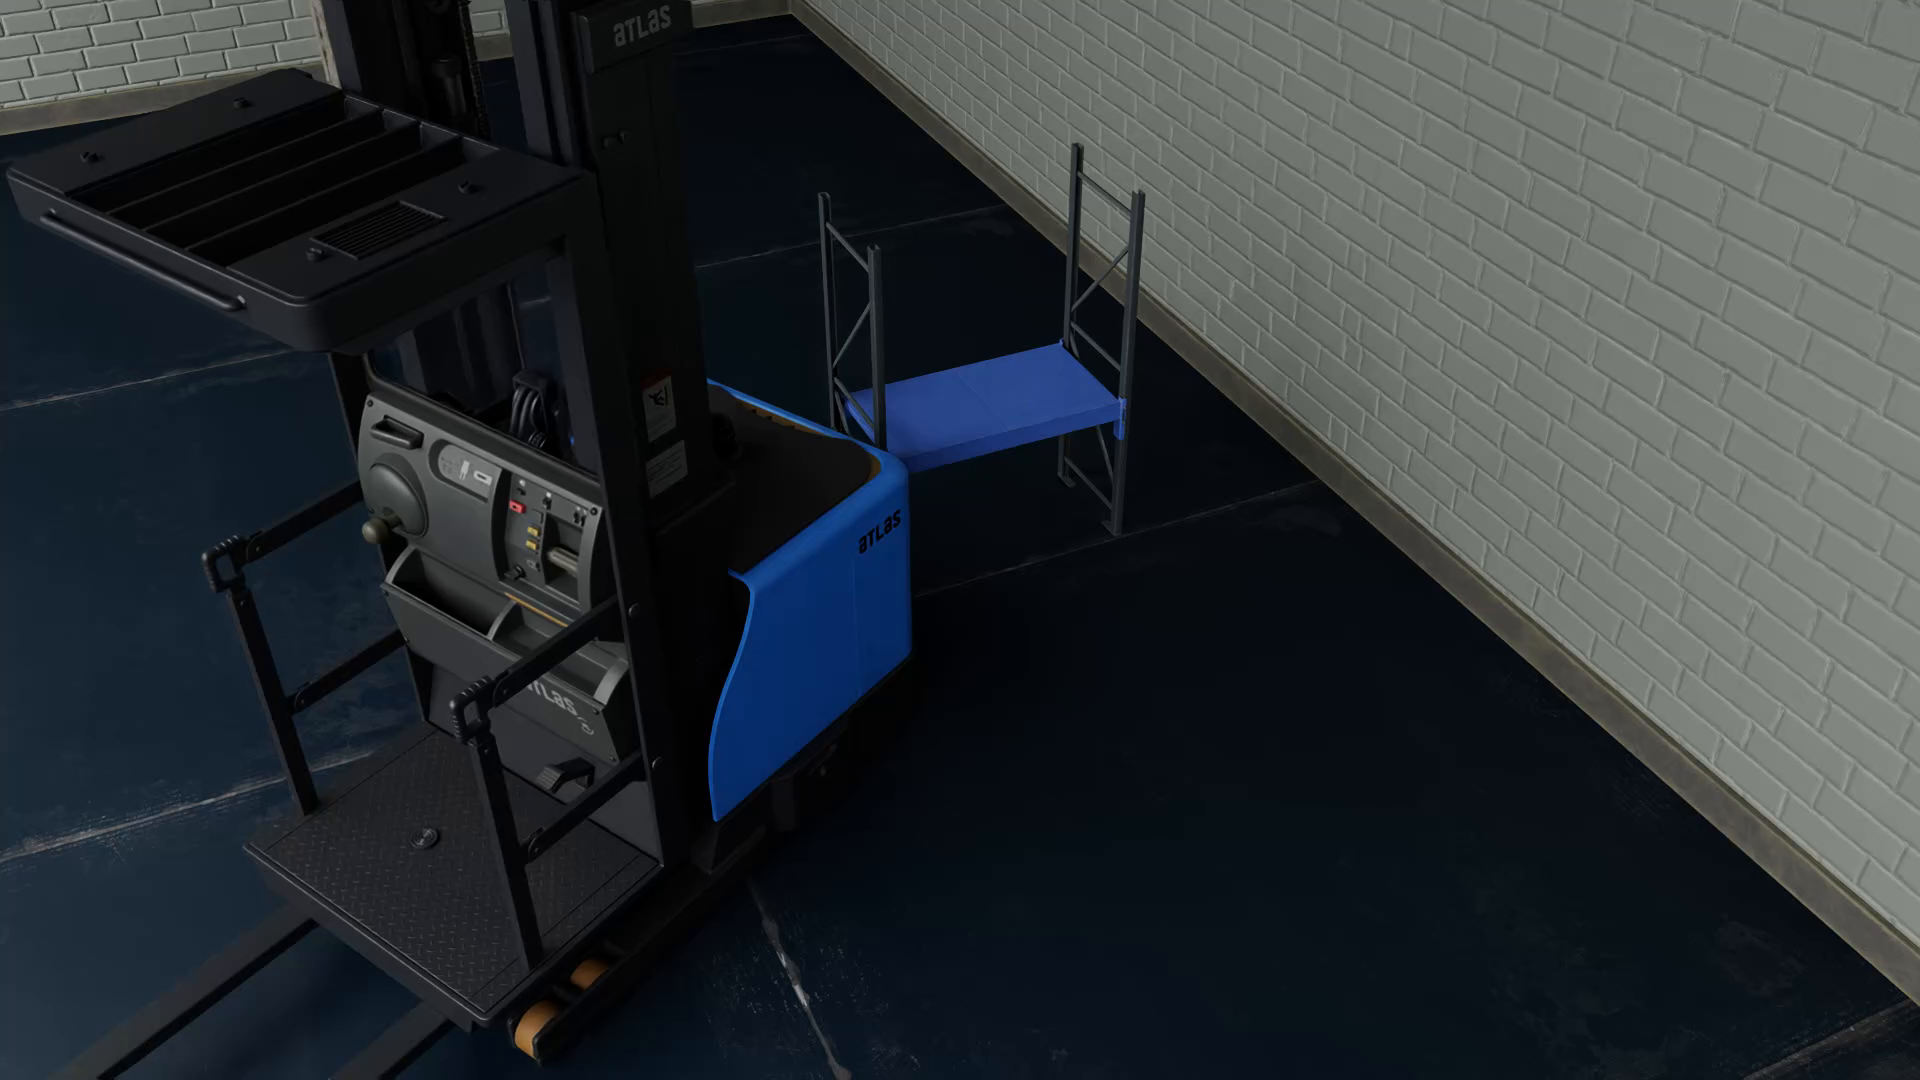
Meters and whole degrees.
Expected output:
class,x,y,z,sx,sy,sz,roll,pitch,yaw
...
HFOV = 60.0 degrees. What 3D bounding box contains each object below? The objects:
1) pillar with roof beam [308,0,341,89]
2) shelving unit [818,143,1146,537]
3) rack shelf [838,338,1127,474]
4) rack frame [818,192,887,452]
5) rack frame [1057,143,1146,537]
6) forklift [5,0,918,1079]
class,x,y,z,sx,sy,sz,roll,pitch,yaw
pillar with roof beam,-2.005,-4.205,4.866,0.400,9.000,9.100,-16,39,-20
shelving unit,0.077,-0.624,6.332,1.048,1.500,0.538,-16,39,-20
rack shelf,0.077,-0.480,6.439,1.000,0.185,0.538,-16,39,-20
rack frame,-0.383,-0.495,6.159,0.032,1.500,0.500,-16,39,-20
rack frame,0.537,-0.753,6.506,0.032,1.500,0.500,-16,39,-20
forklift,-1.420,-0.027,4.326,1.130,2.935,3.031,23,43,28
